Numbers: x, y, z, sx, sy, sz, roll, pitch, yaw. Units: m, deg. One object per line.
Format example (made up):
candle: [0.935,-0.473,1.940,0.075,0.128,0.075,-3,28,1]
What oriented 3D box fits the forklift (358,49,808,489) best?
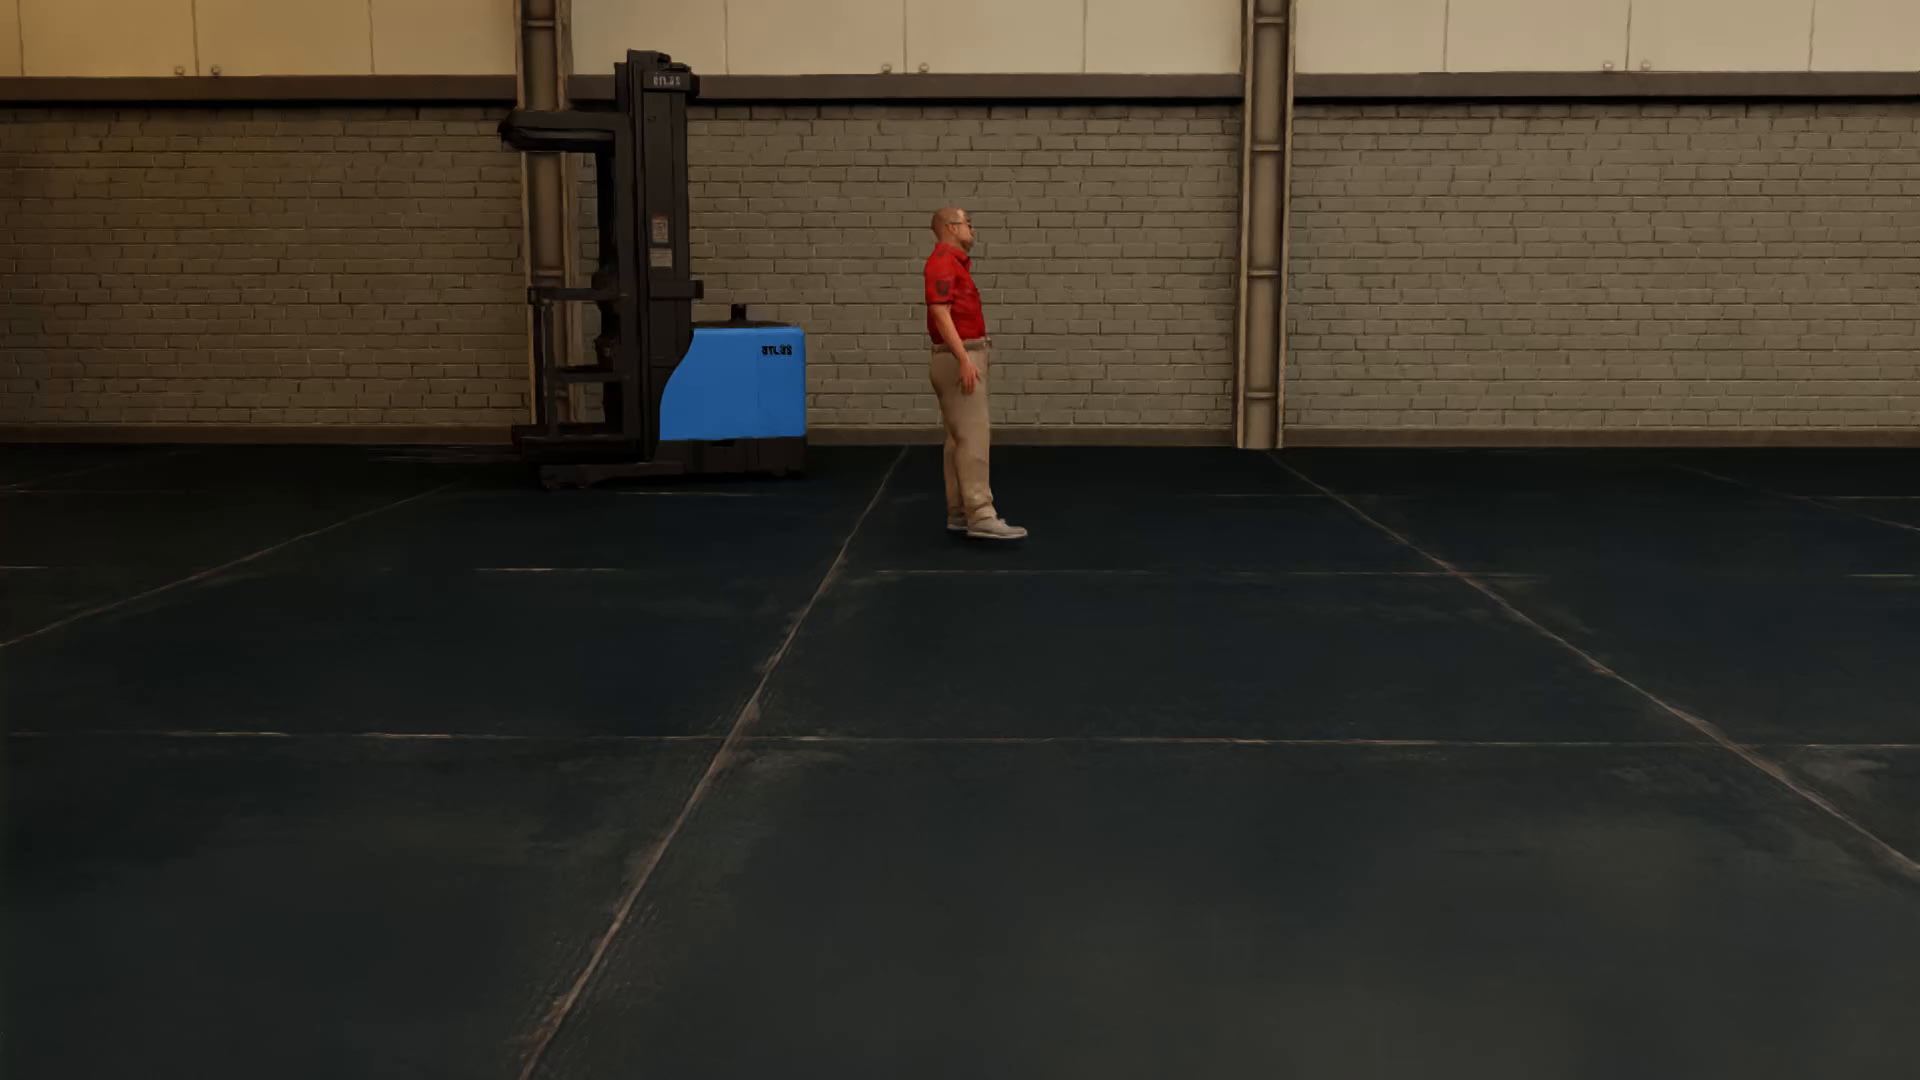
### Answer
forklift: [-2.659,-1.883,11.624,3.031,2.935,1.130,-3,9,-18]

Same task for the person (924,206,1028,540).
person: [0.089,-0.899,8.850,0.550,1.727,0.640,0,9,1]
